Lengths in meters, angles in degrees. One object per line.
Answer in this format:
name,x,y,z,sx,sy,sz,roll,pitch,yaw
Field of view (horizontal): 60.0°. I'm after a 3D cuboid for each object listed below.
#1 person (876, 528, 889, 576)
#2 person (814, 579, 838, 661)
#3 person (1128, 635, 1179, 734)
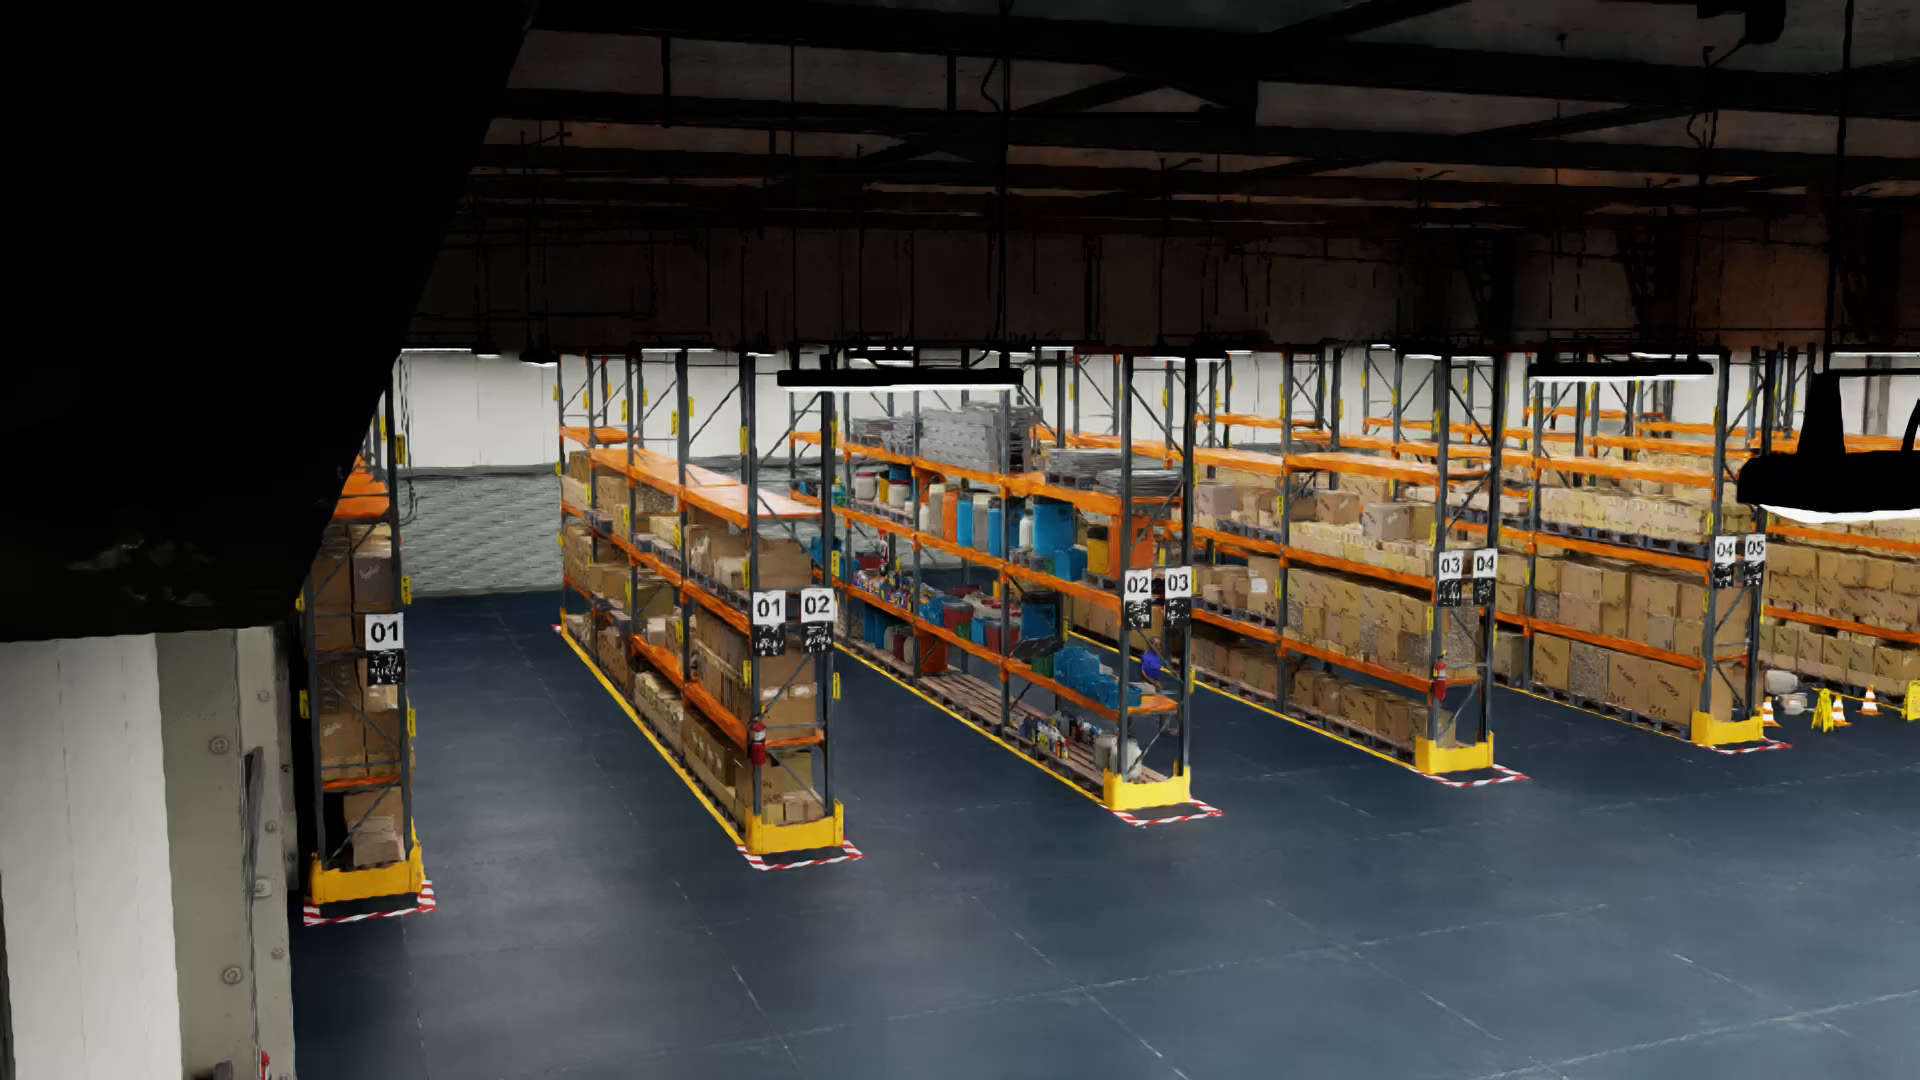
person,-1.768,0.553,38.439,0.525,1.784,0.679,2,7,12
person,-2.623,1.513,31.675,0.639,1.632,0.506,-3,8,-22
person,2.953,2.256,25.946,0.626,1.578,0.809,-6,9,-39
